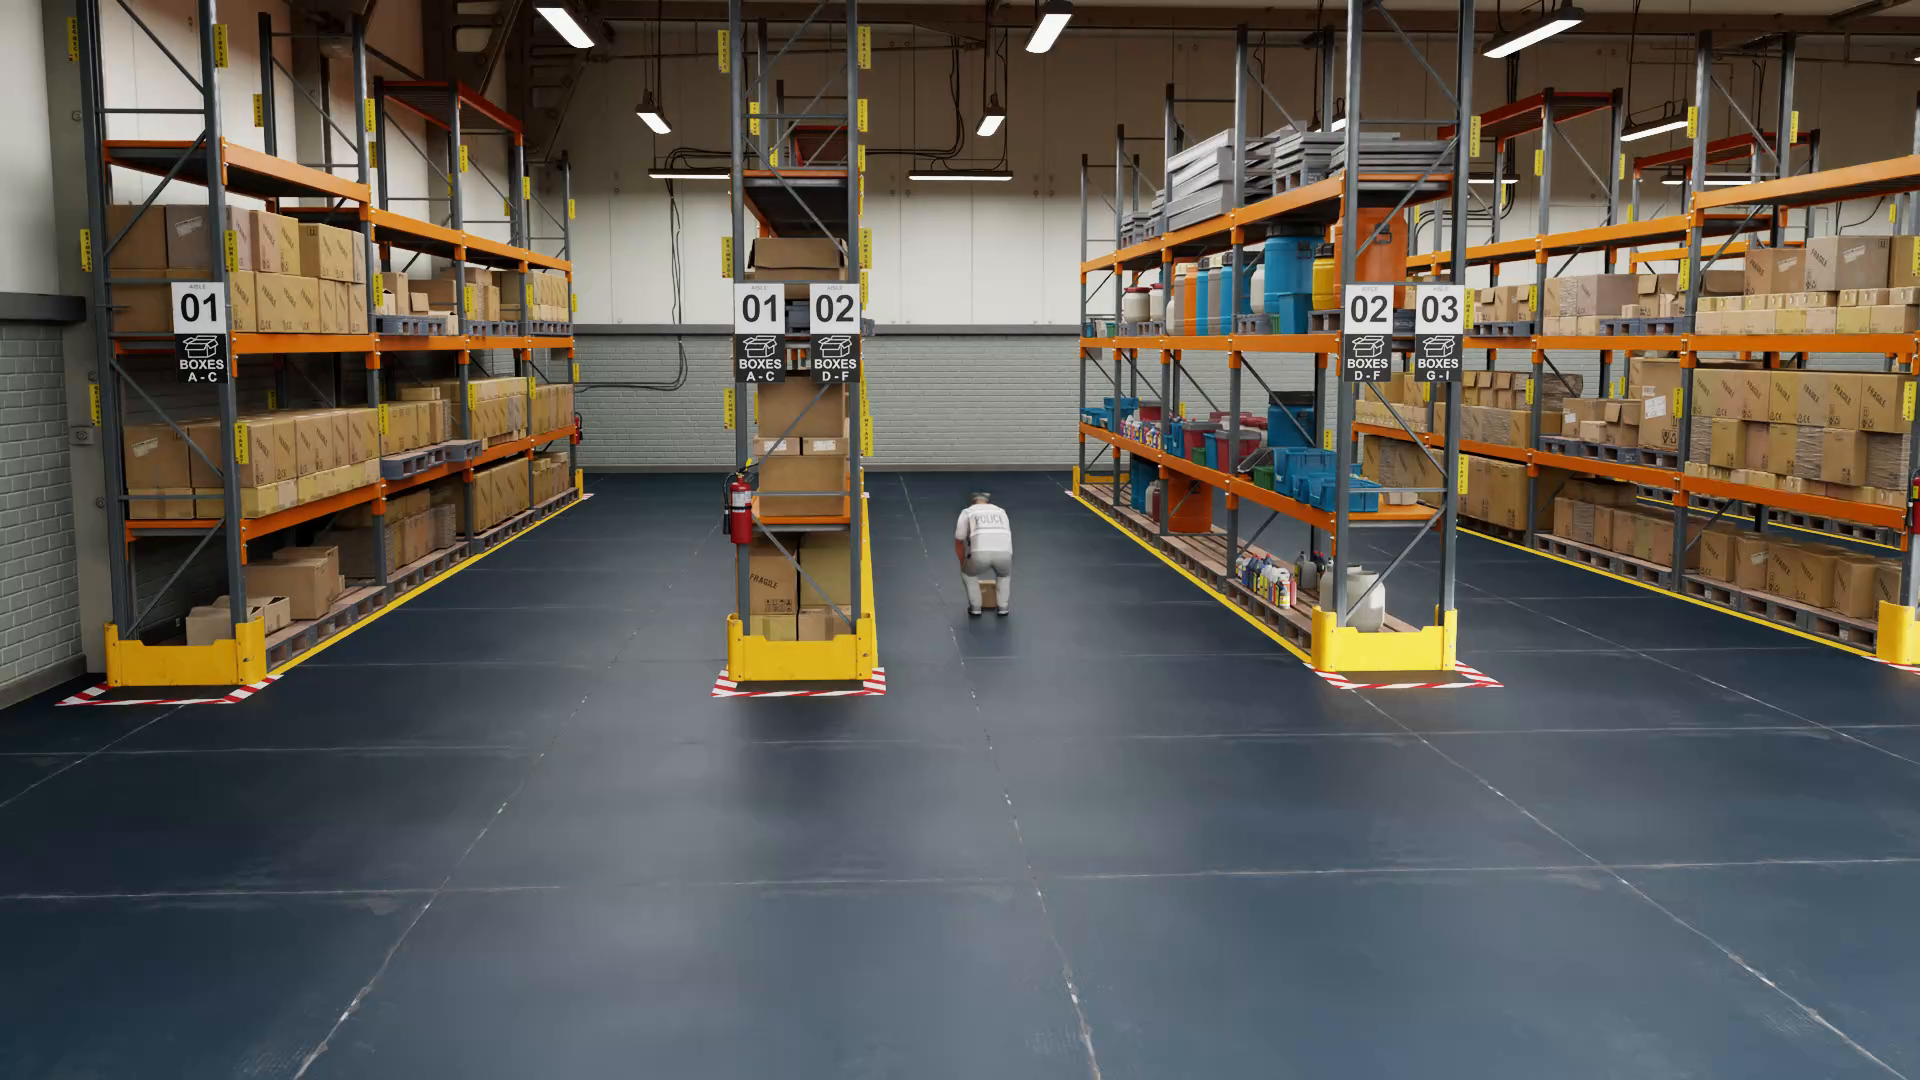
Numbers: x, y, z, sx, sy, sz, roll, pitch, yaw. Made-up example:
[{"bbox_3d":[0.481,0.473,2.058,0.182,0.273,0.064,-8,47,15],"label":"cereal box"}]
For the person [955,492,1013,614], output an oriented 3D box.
[{"bbox_3d":[0.244,0.135,16.912,0.576,1.205,0.900,0,7,-4],"label":"person"}]
